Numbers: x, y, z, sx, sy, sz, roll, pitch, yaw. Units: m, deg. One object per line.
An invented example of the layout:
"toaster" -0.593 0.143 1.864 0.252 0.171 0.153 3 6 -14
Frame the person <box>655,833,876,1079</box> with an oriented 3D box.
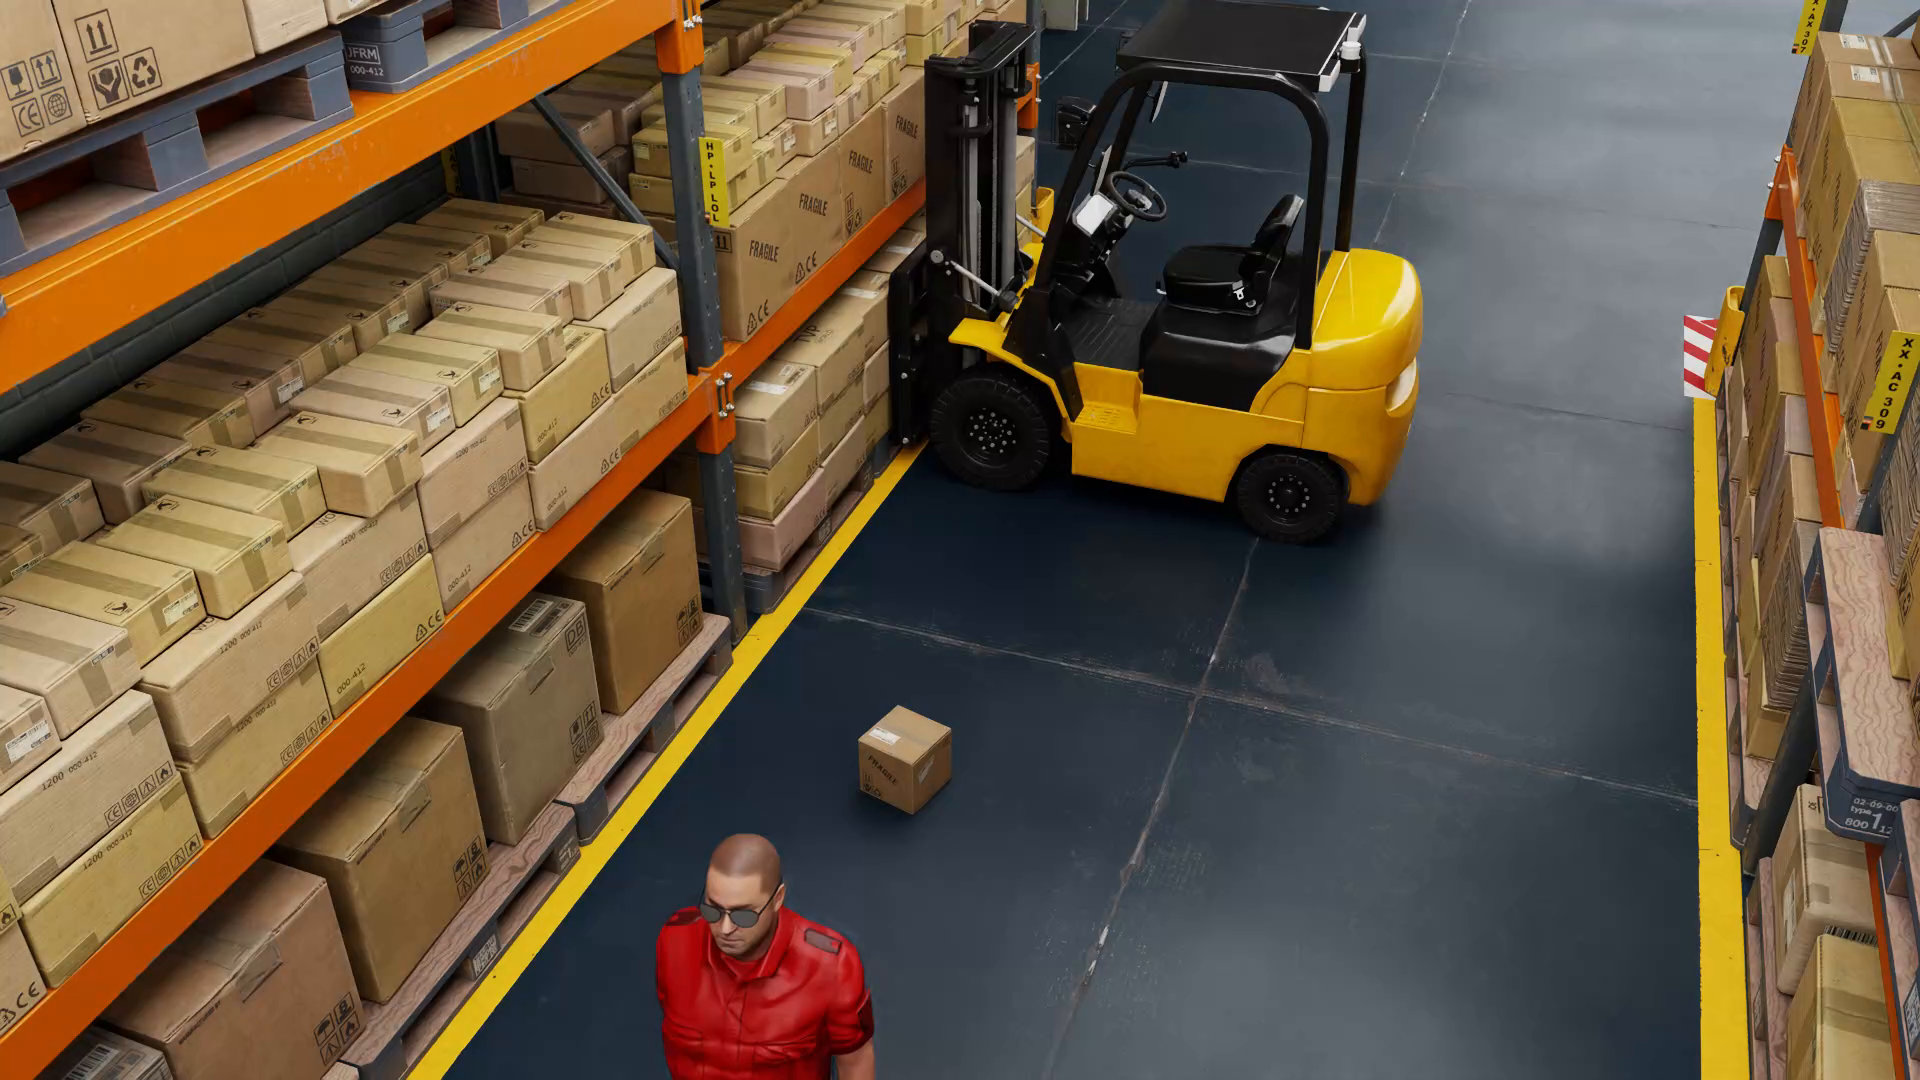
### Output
"person" -0.453 1.375 4.022 0.535 1.699 0.778 7 34 11
